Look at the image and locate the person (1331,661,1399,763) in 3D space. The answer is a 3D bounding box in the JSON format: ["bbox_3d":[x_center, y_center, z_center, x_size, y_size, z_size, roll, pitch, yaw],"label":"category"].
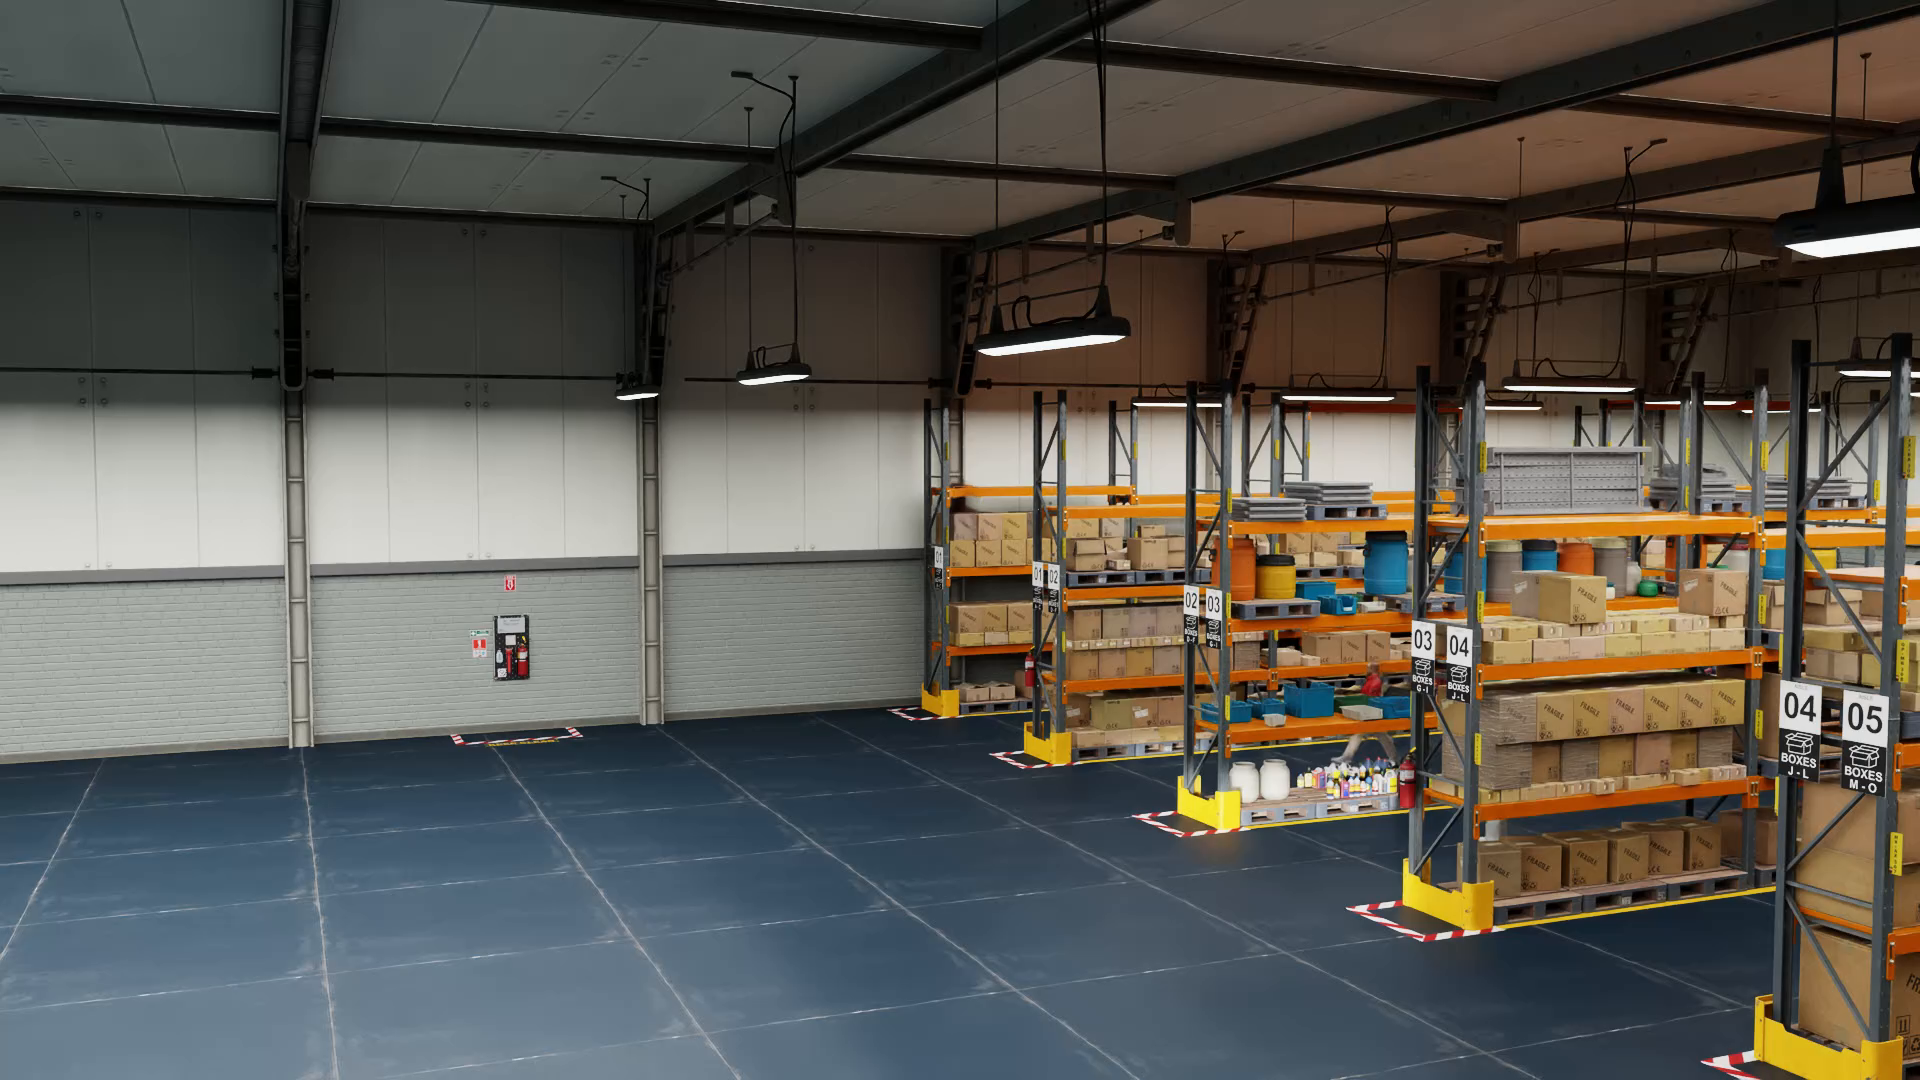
[{"bbox_3d":[6.466,2.747,26.384,1.047,1.660,0.506,-1,3,-11],"label":"person"}]

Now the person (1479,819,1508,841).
[{"bbox_3d":[6.786,3.042,21.173,0.409,1.817,0.590,1,4,23],"label":"person"}]
